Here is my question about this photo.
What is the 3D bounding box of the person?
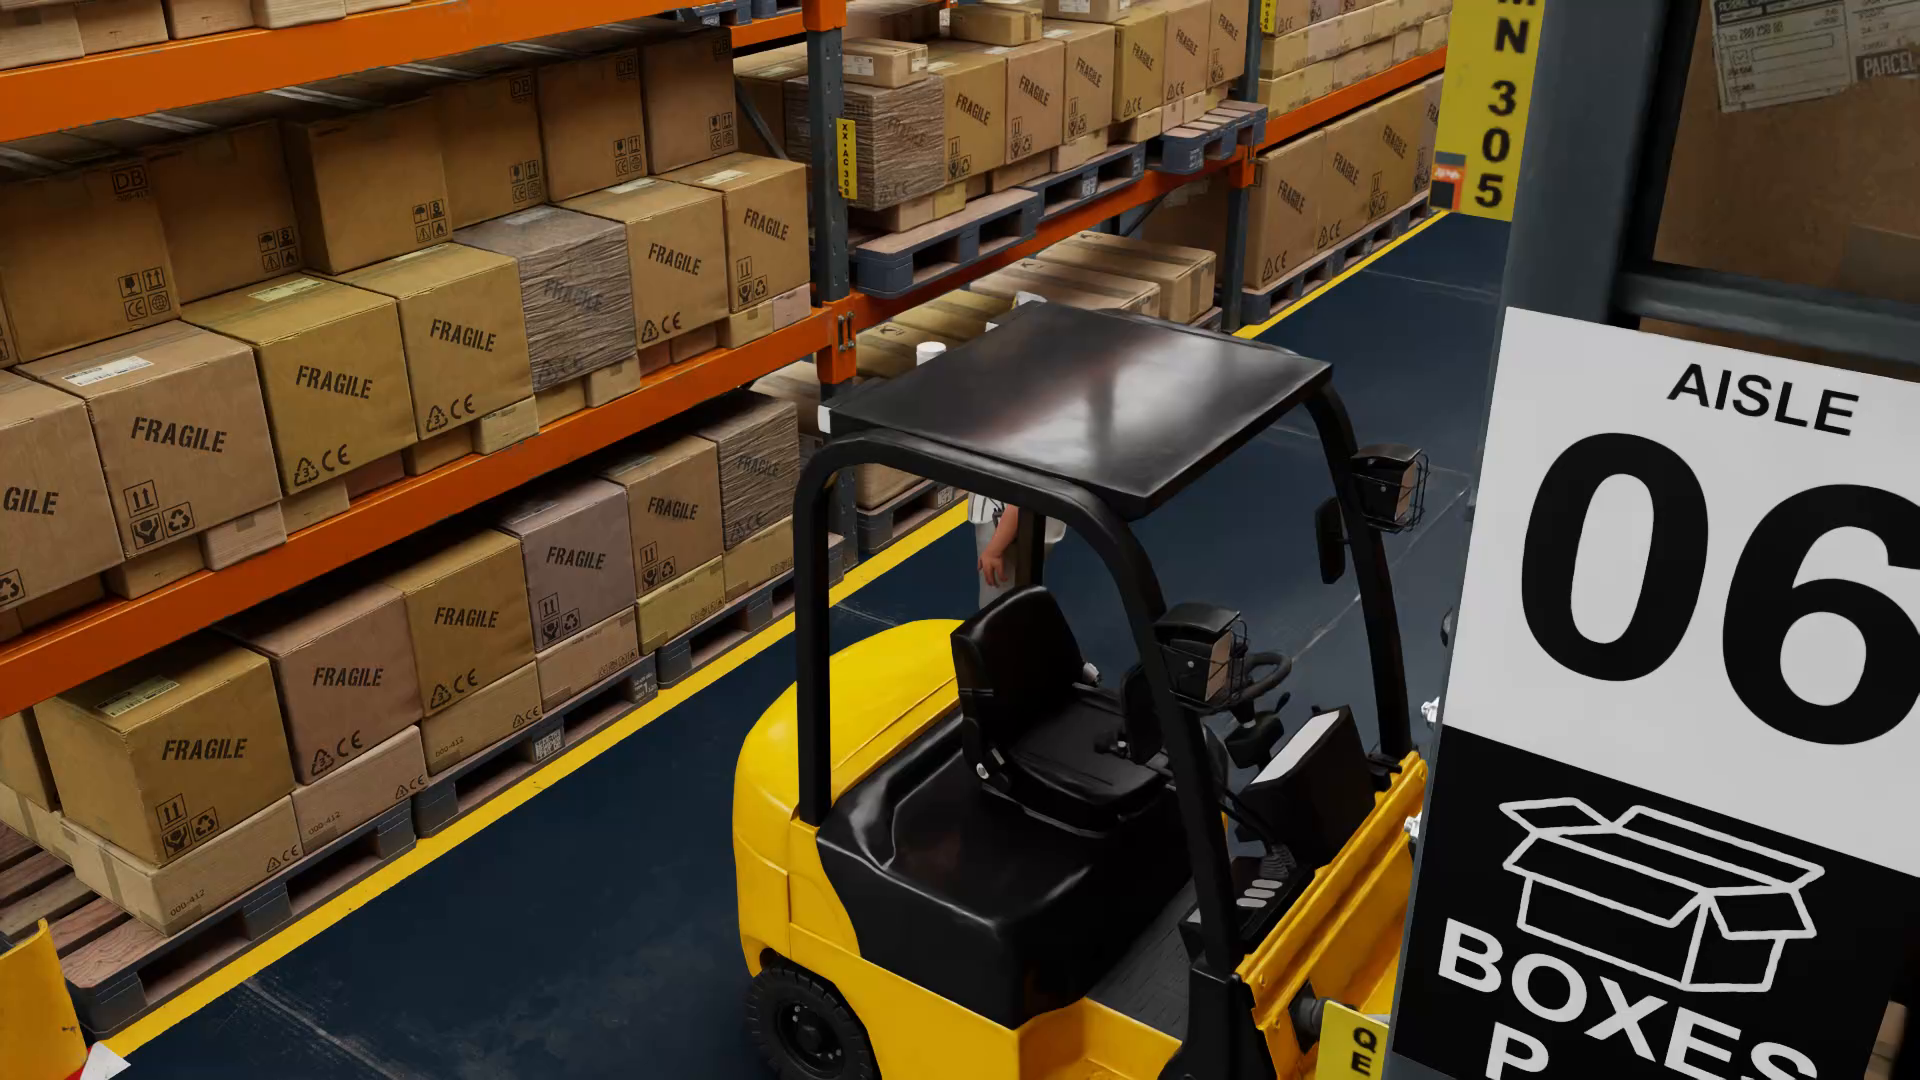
[{"bbox_3d":[0.135,-0.094,6.240,0.573,1.782,0.642,5,27,9],"label":"person"}]
